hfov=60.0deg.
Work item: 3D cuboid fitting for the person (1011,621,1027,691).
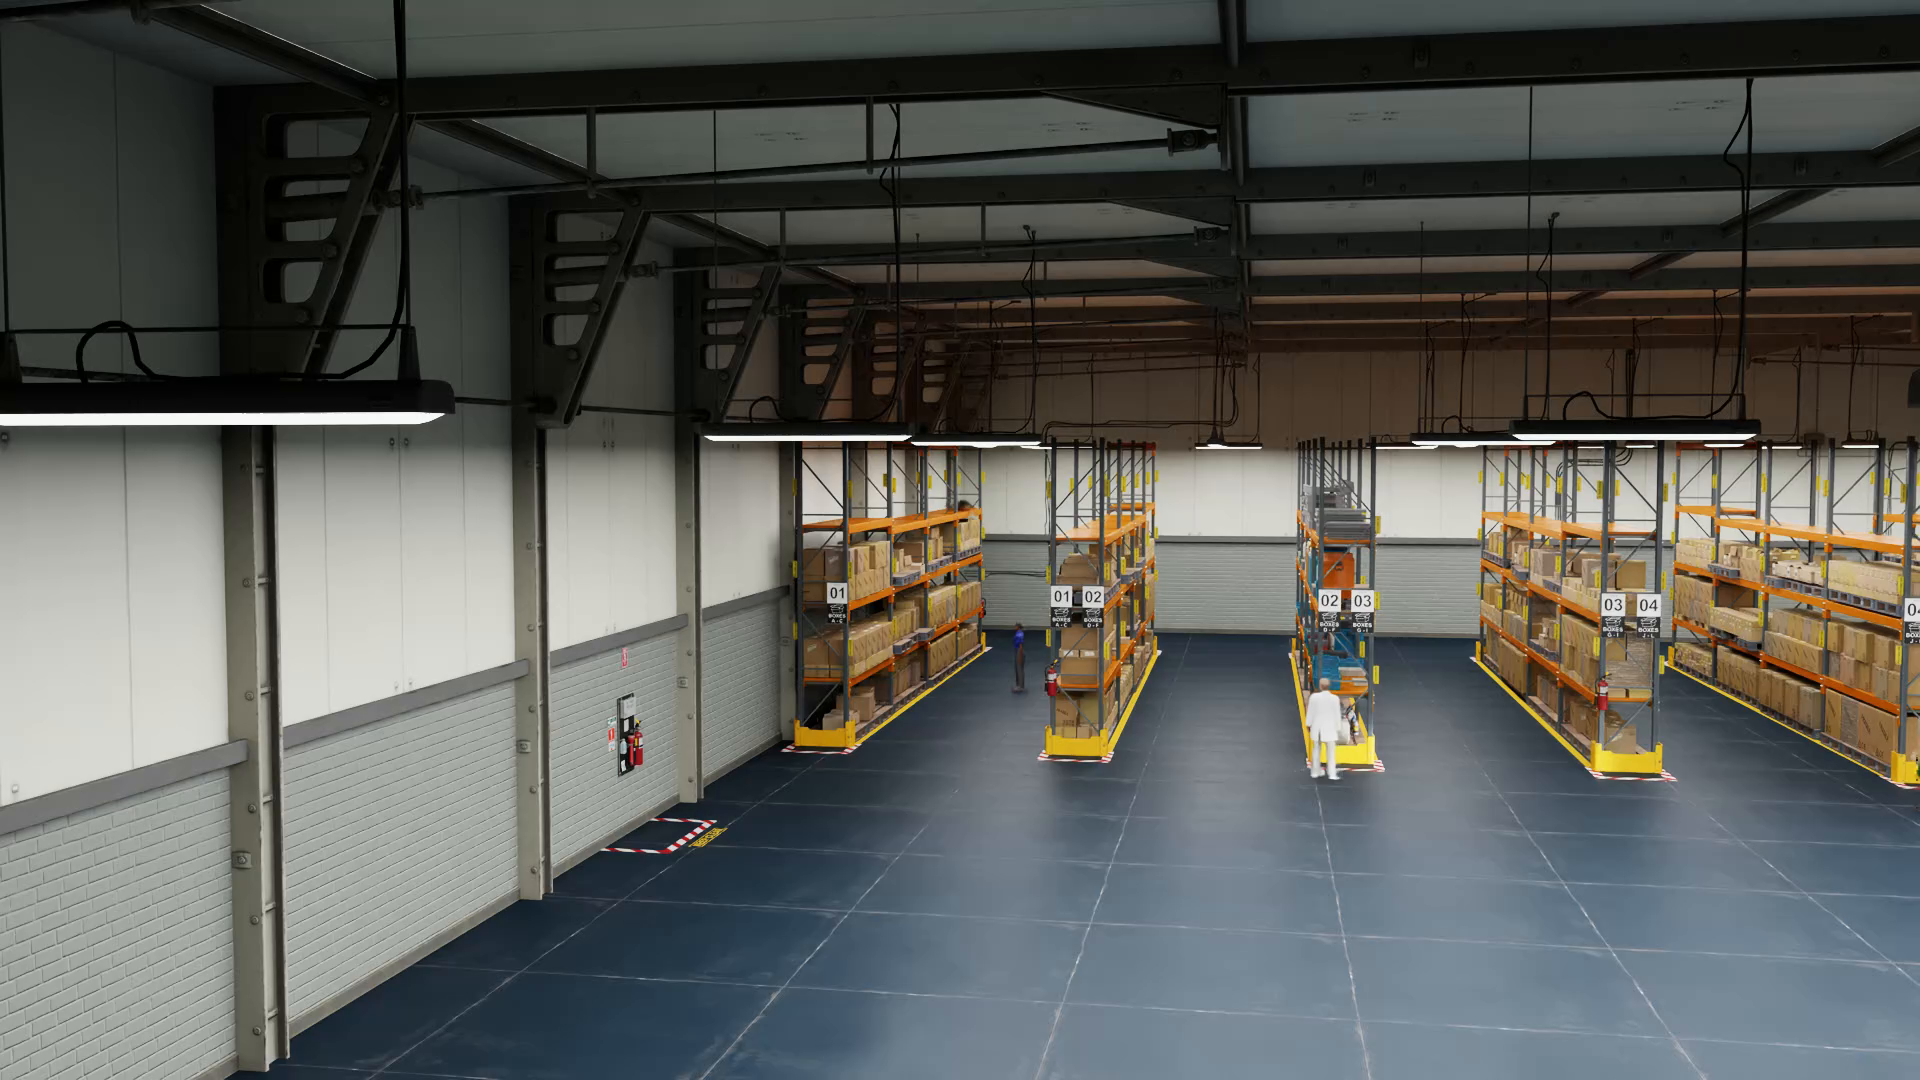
[{"bbox_3d":[1.411,2.774,39.956,0.376,1.665,0.501,0,3,0],"label":"person"}]

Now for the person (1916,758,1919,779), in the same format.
[{"bbox_3d":[15.574,3.412,26.518,0.501,1.788,0.632,-1,3,-12],"label":"person"}]

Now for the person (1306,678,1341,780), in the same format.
[{"bbox_3d":[6.404,3.294,29.163,0.640,1.783,0.536,2,4,39],"label":"person"}]
